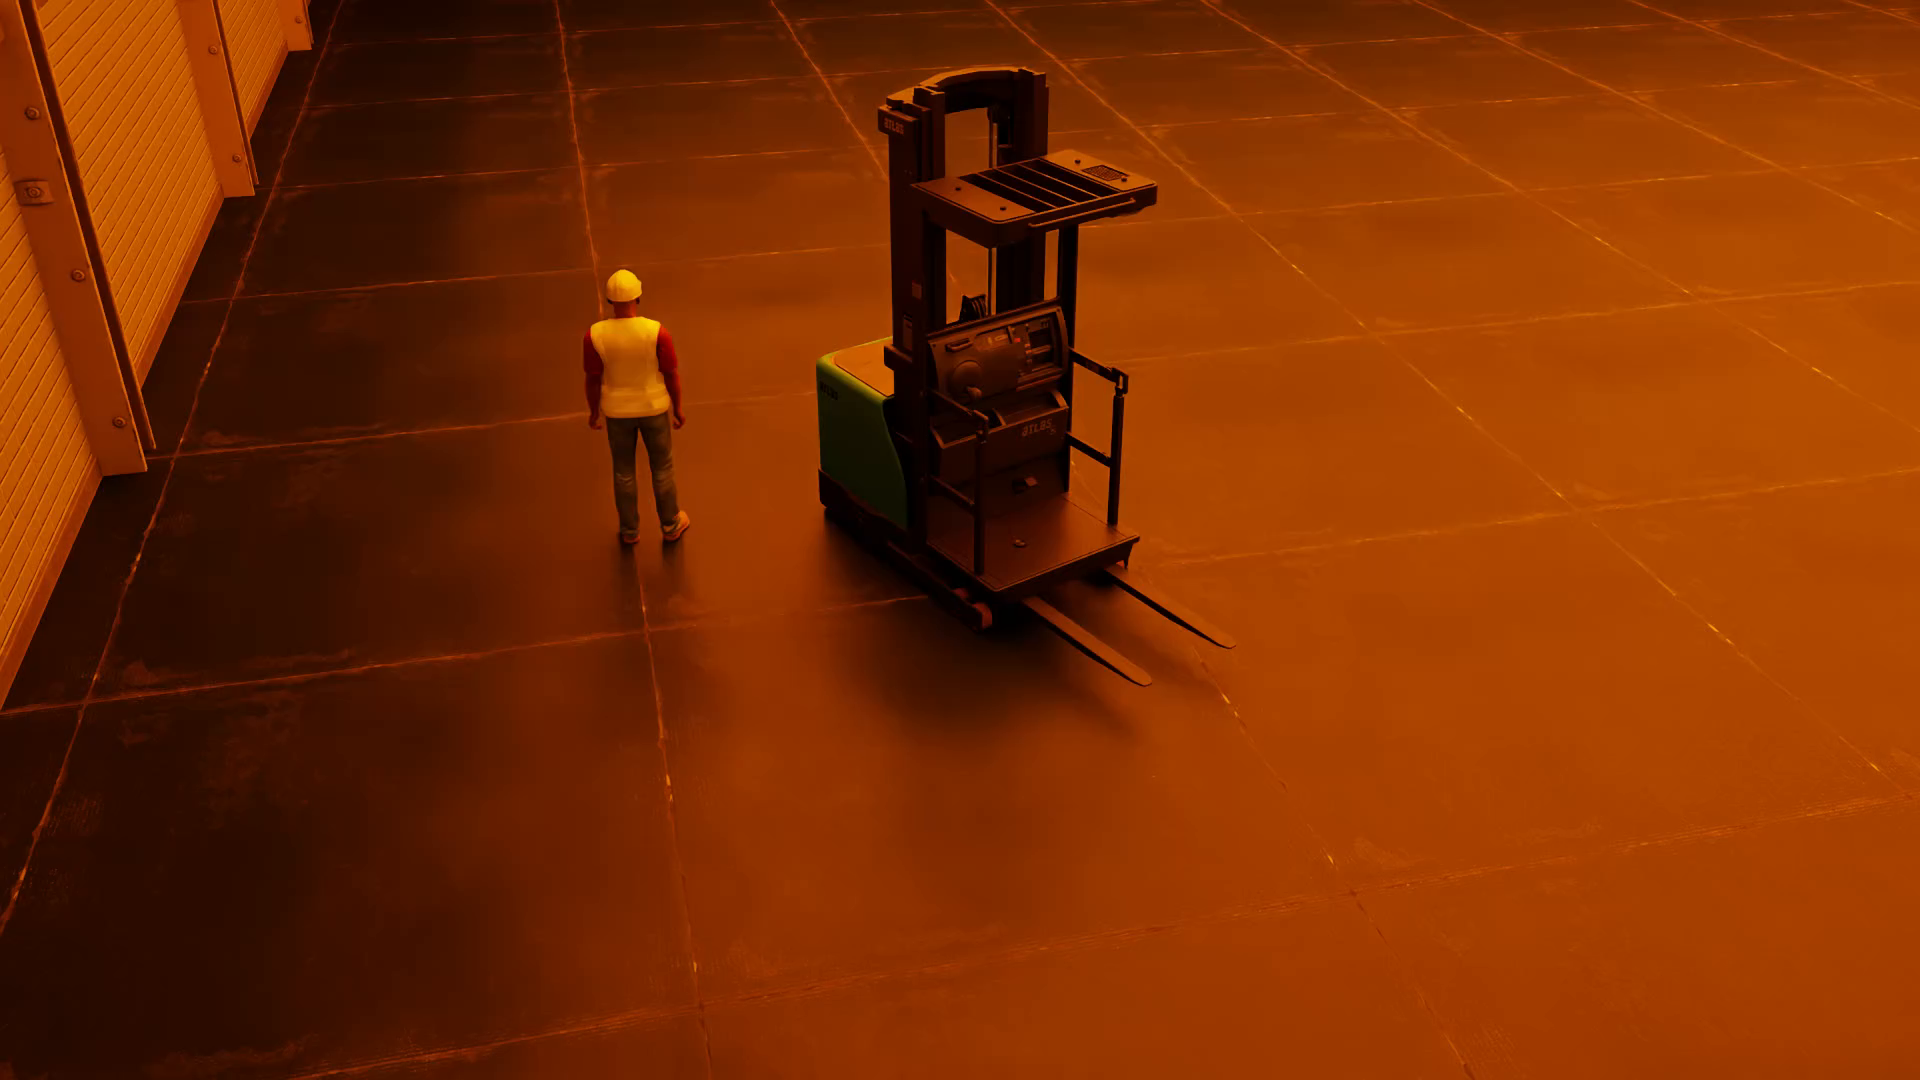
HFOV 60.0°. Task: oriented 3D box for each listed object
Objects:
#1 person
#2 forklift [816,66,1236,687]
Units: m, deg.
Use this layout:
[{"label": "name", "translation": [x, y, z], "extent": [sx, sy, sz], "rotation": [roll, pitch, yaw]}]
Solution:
[{"label": "person", "translation": [-1.973, -0.805, 10.128], "extent": [0.585, 1.771, 0.361], "rotation": [-3, 30, -6]}, {"label": "forklift", "translation": [0.355, -1.021, 9.338], "extent": [1.130, 2.935, 3.031], "rotation": [-20, 35, -30]}]
